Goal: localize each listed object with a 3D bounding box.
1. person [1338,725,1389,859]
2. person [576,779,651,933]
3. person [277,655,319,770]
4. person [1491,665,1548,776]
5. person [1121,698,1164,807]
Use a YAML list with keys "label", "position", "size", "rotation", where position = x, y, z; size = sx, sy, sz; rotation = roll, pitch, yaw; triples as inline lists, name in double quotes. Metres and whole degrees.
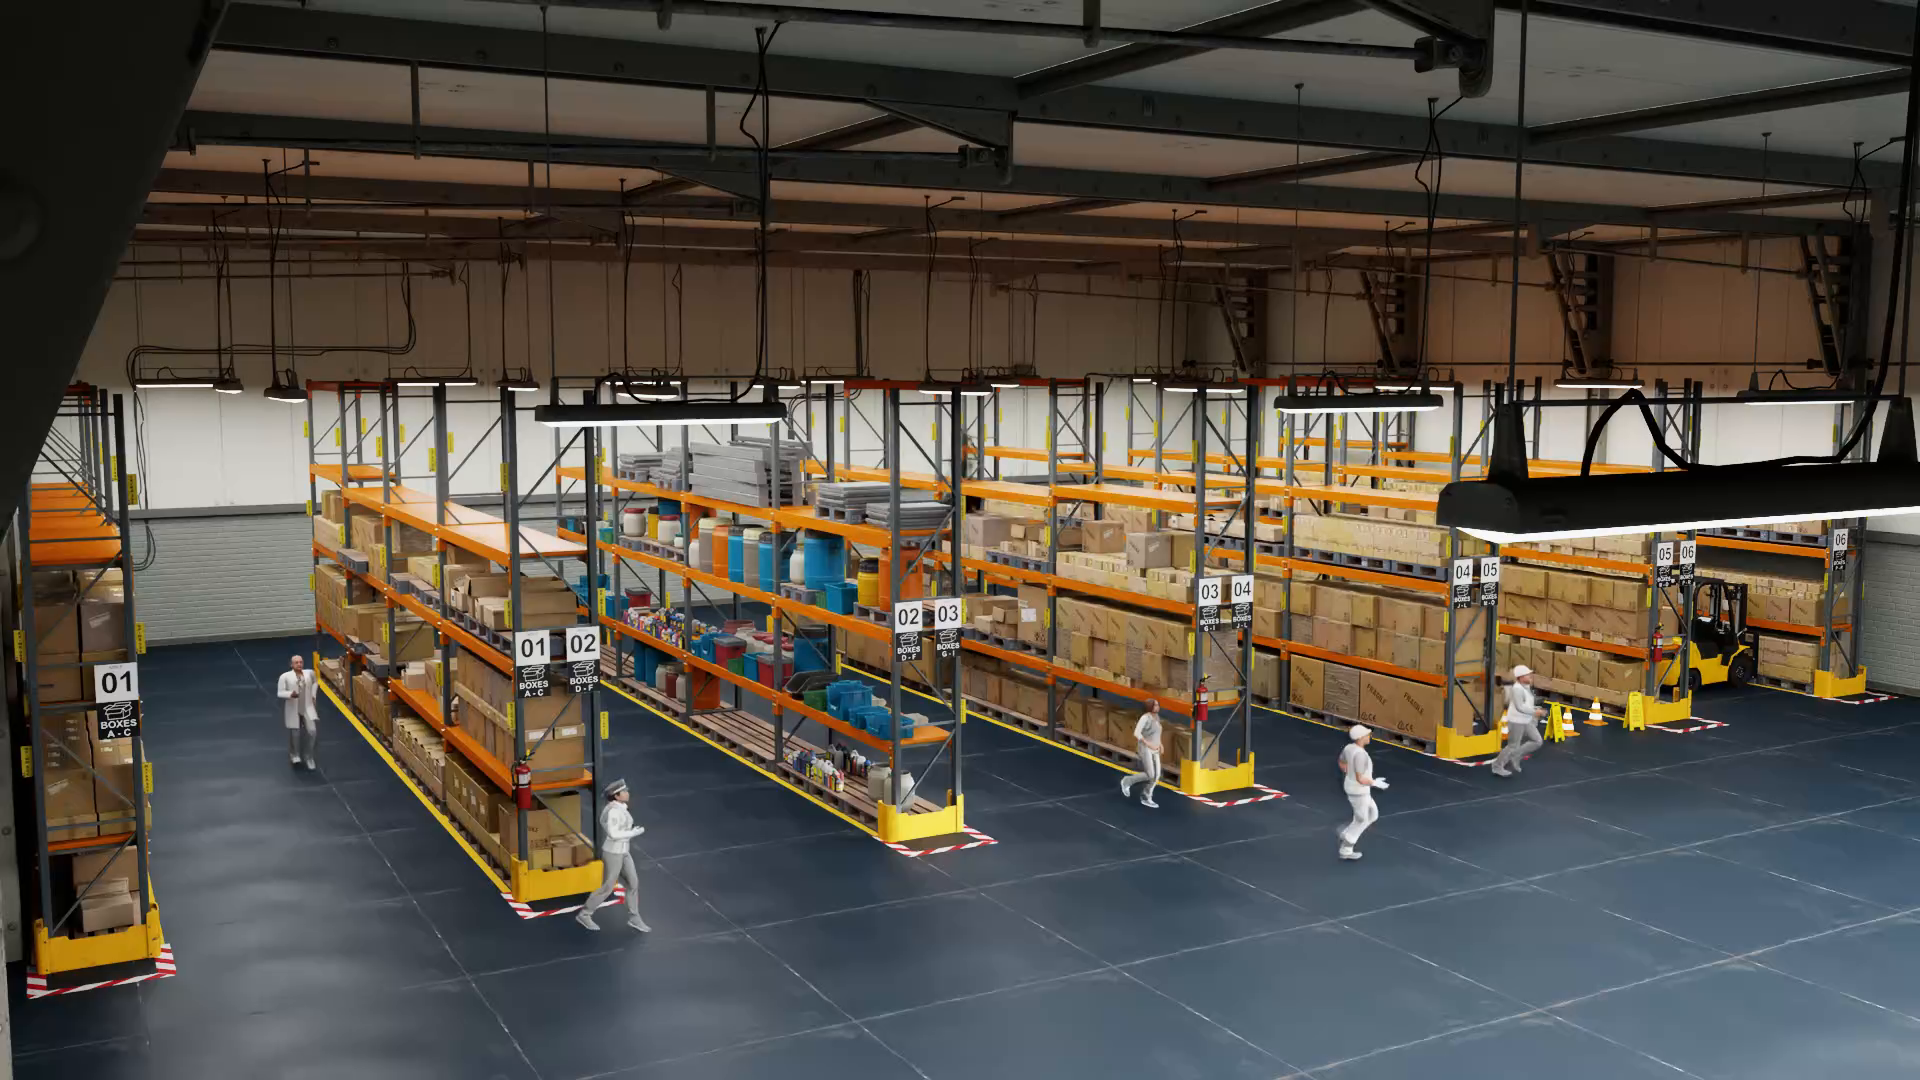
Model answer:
- label: "person"
  position: [5.129, 3.203, 21.165]
  size: [0.574, 1.740, 0.628]
  rotation: [0, 6, 2]
- label: "person"
  position: [-3.862, 3.521, 18.551]
  size: [0.817, 1.736, 0.621]
  rotation: [0, 6, -2]
- label: "person"
  position: [-10.307, 2.699, 25.976]
  size: [0.654, 1.823, 0.854]
  rotation: [-4, 7, -32]
- label: "person"
  position: [8.580, 2.751, 25.417]
  size: [0.800, 1.726, 0.676]
  rotation: [4, 7, 33]
- label: "person"
  position: [2.654, 3.033, 23.931]
  size: [0.587, 1.560, 0.563]
  rotation: [4, 7, 35]
